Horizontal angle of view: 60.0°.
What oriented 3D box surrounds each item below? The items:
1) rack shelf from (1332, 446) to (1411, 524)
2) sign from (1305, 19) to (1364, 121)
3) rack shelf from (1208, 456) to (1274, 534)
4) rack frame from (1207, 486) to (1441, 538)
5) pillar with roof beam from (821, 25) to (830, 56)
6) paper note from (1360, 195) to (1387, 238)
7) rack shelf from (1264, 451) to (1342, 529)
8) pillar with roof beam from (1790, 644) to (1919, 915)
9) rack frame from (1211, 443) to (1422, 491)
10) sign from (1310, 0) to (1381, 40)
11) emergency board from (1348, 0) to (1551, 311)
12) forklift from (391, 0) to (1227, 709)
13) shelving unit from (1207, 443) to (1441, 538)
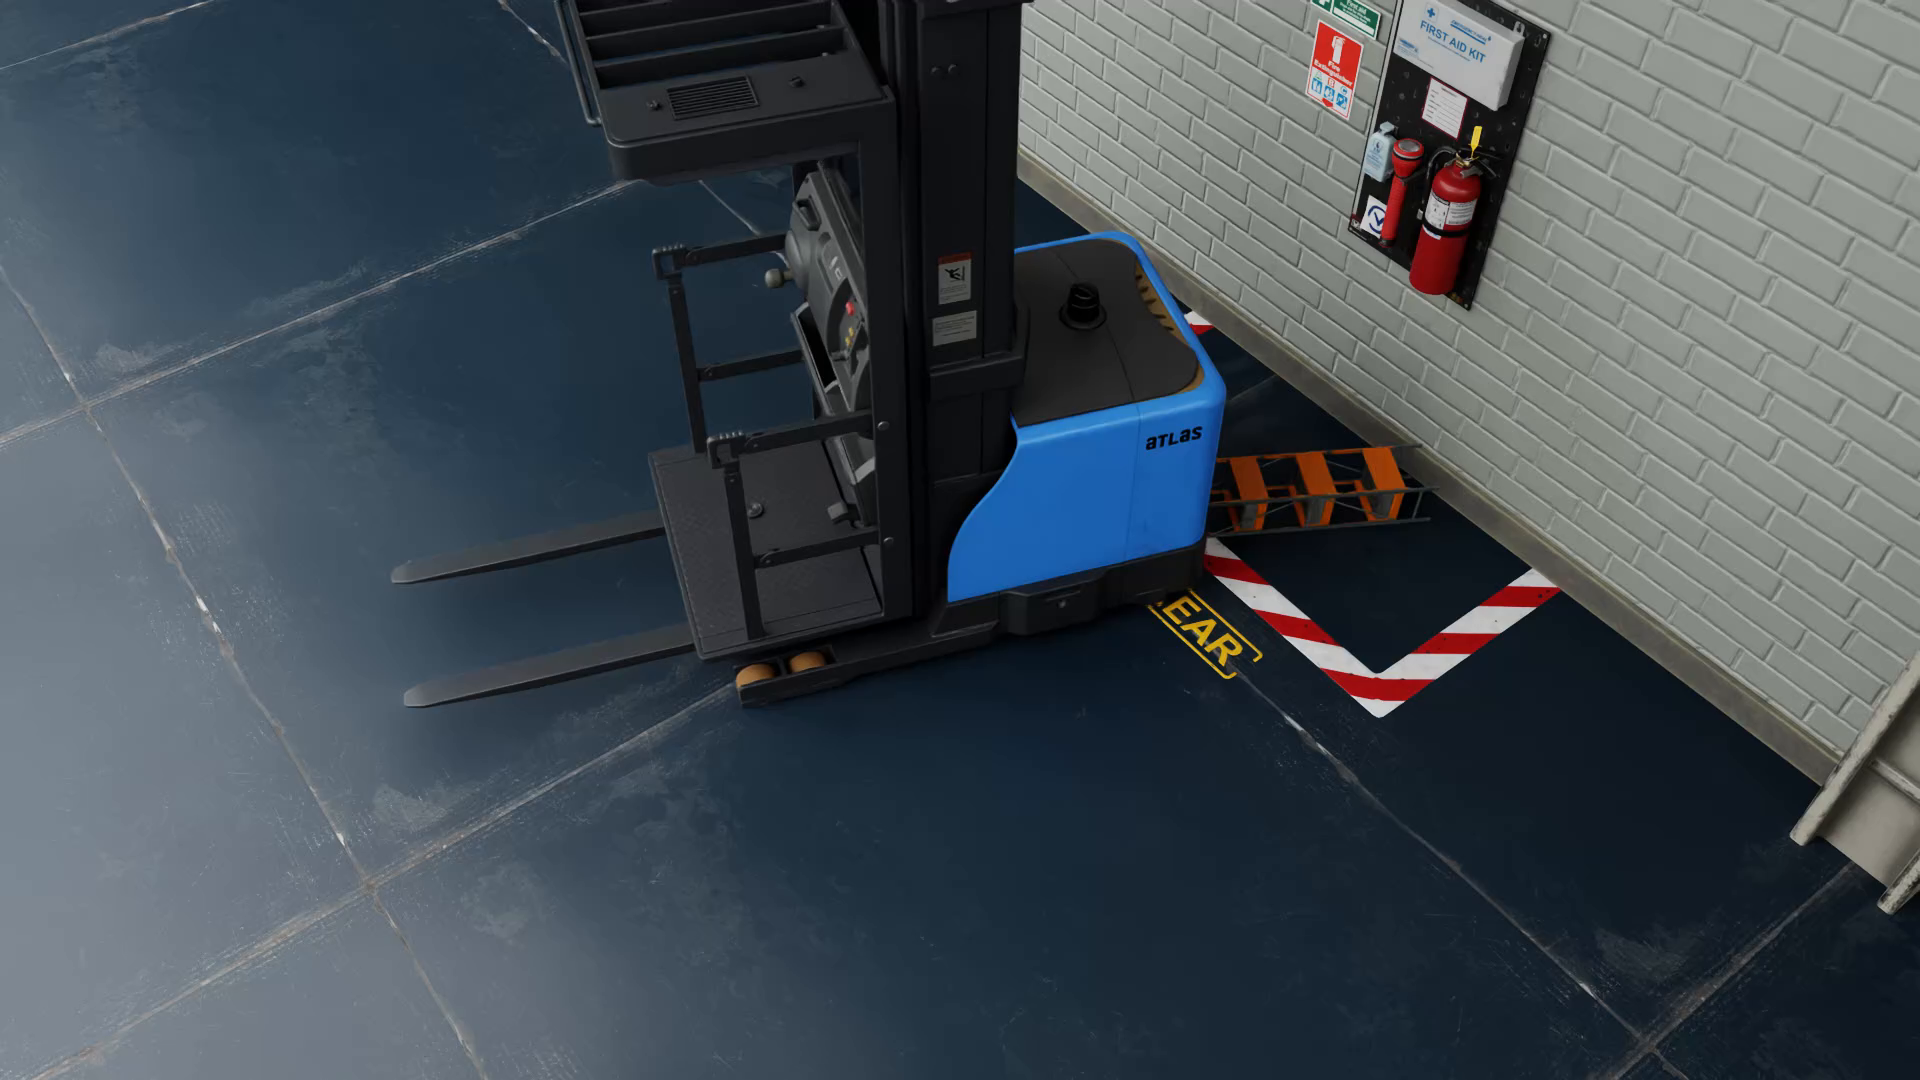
[{"bbox_3d":[1.660,-0.218,6.797,0.259,0.215,0.240,-4,48,-5],"label":"rack shelf"},{"bbox_3d":[1.419,-1.785,6.318,0.001,0.329,0.234,-29,54,-24],"label":"sign"},{"bbox_3d":[1.102,-0.176,6.743,0.259,0.215,0.240,-4,48,-5],"label":"rack shelf"},{"bbox_3d":[1.403,-0.108,6.690,1.050,0.200,0.008,-4,48,-5],"label":"rack frame"},{"bbox_3d":[-3.921,-3.548,3.891,9.100,9.000,0.400,-29,54,-24],"label":"pillar with roof beam"},{"bbox_3d":[1.620,-1.240,6.443,0.016,0.148,0.142,-29,54,-24],"label":"paper note"},{"bbox_3d":[1.378,-0.197,6.770,0.259,0.215,0.240,-4,48,-5],"label":"rack shelf"},{"bbox_3d":[-0.288,-0.010,0.684,9.100,9.000,0.400,-29,54,-24],"label":"pillar with roof beam"},{"bbox_3d":[1.374,-0.288,6.852,1.050,0.200,0.008,-4,48,-5],"label":"rack frame"},{"bbox_3d":[1.415,-1.956,6.116,0.001,0.109,0.331,-29,54,-24],"label":"sign"},{"bbox_3d":[1.672,-1.401,5.994,0.194,1.169,0.643,-29,54,-24],"label":"emergency board"},{"bbox_3d":[-0.625,-0.808,5.503,3.031,2.935,1.130,-13,49,-11],"label":"forklift"},{"bbox_3d":[1.388,-0.198,6.771,1.050,0.215,0.252,-4,48,-5],"label":"shelving unit"}]
